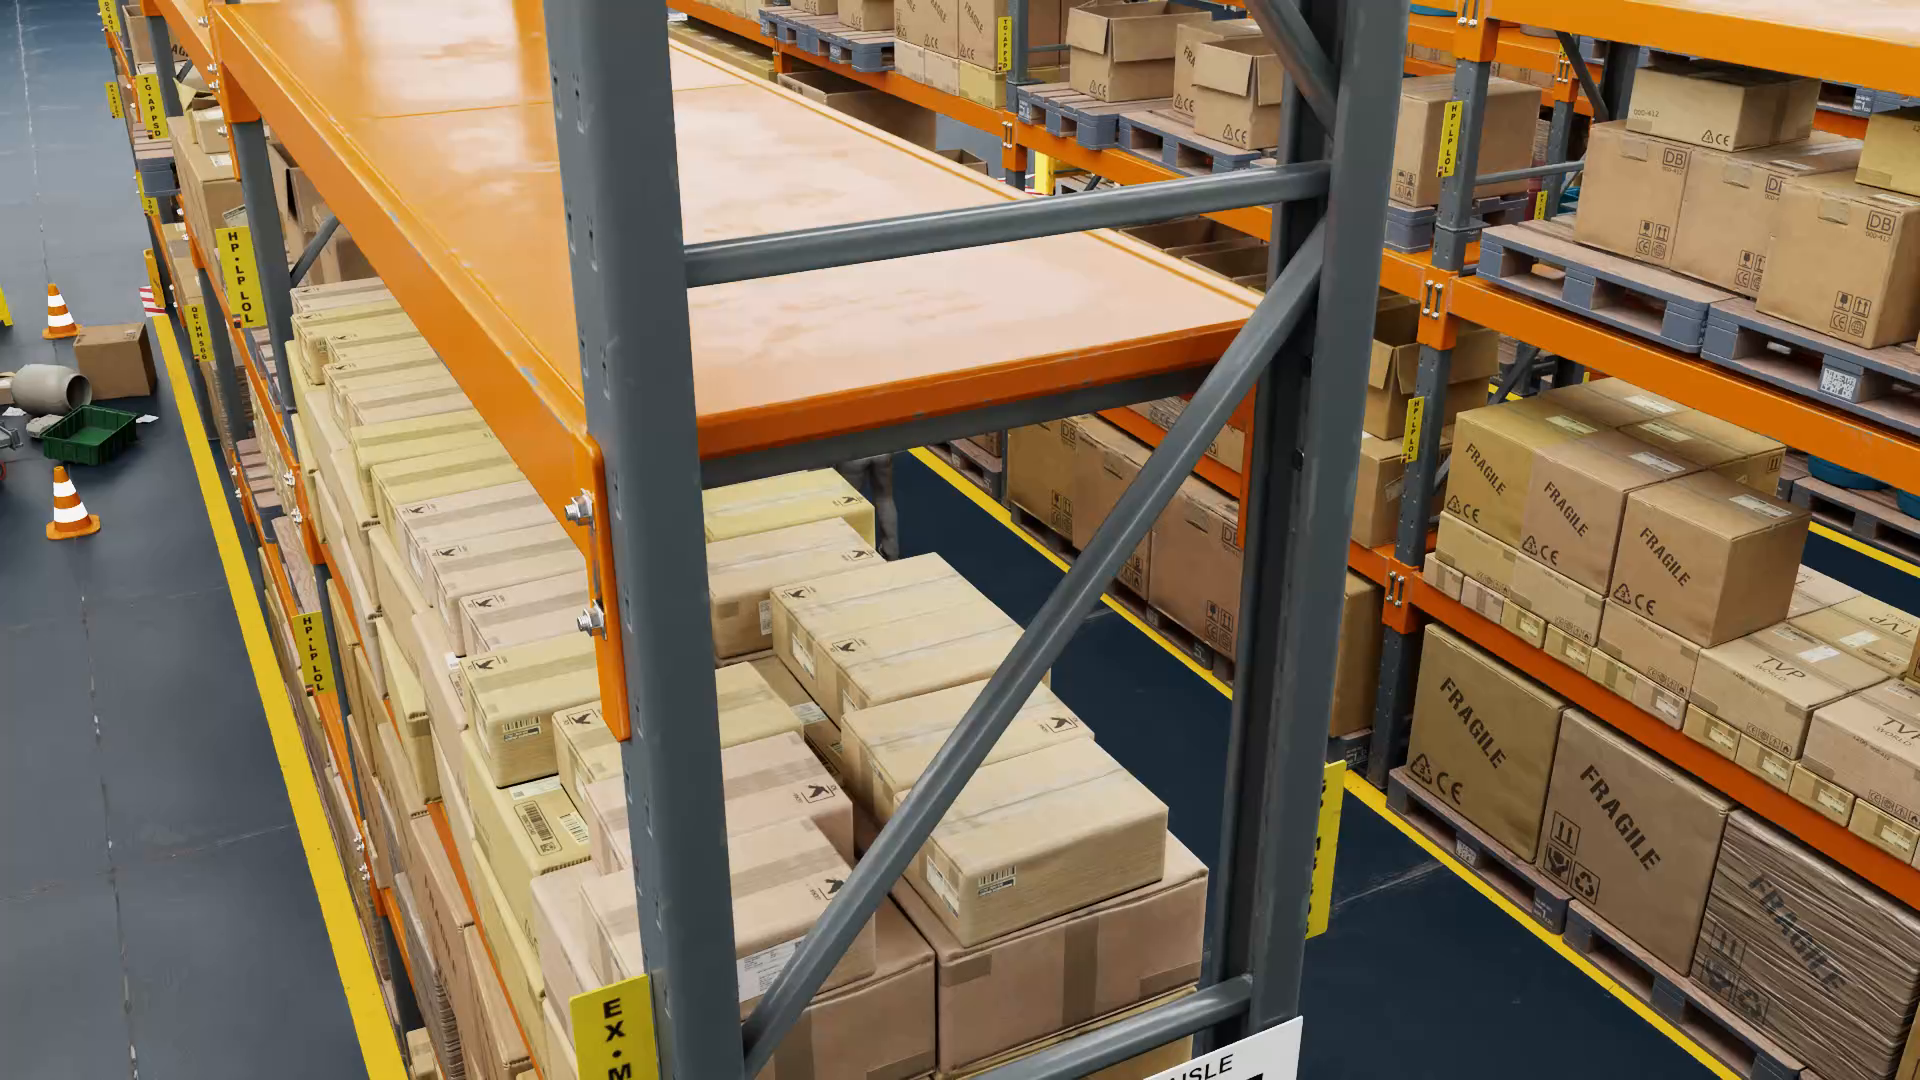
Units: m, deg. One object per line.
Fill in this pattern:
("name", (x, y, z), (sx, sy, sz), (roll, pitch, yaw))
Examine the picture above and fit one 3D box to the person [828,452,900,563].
("person", (-0.628, -0.586, 10.845), (0.517, 1.657, 0.400), (-13, 29, -26))
